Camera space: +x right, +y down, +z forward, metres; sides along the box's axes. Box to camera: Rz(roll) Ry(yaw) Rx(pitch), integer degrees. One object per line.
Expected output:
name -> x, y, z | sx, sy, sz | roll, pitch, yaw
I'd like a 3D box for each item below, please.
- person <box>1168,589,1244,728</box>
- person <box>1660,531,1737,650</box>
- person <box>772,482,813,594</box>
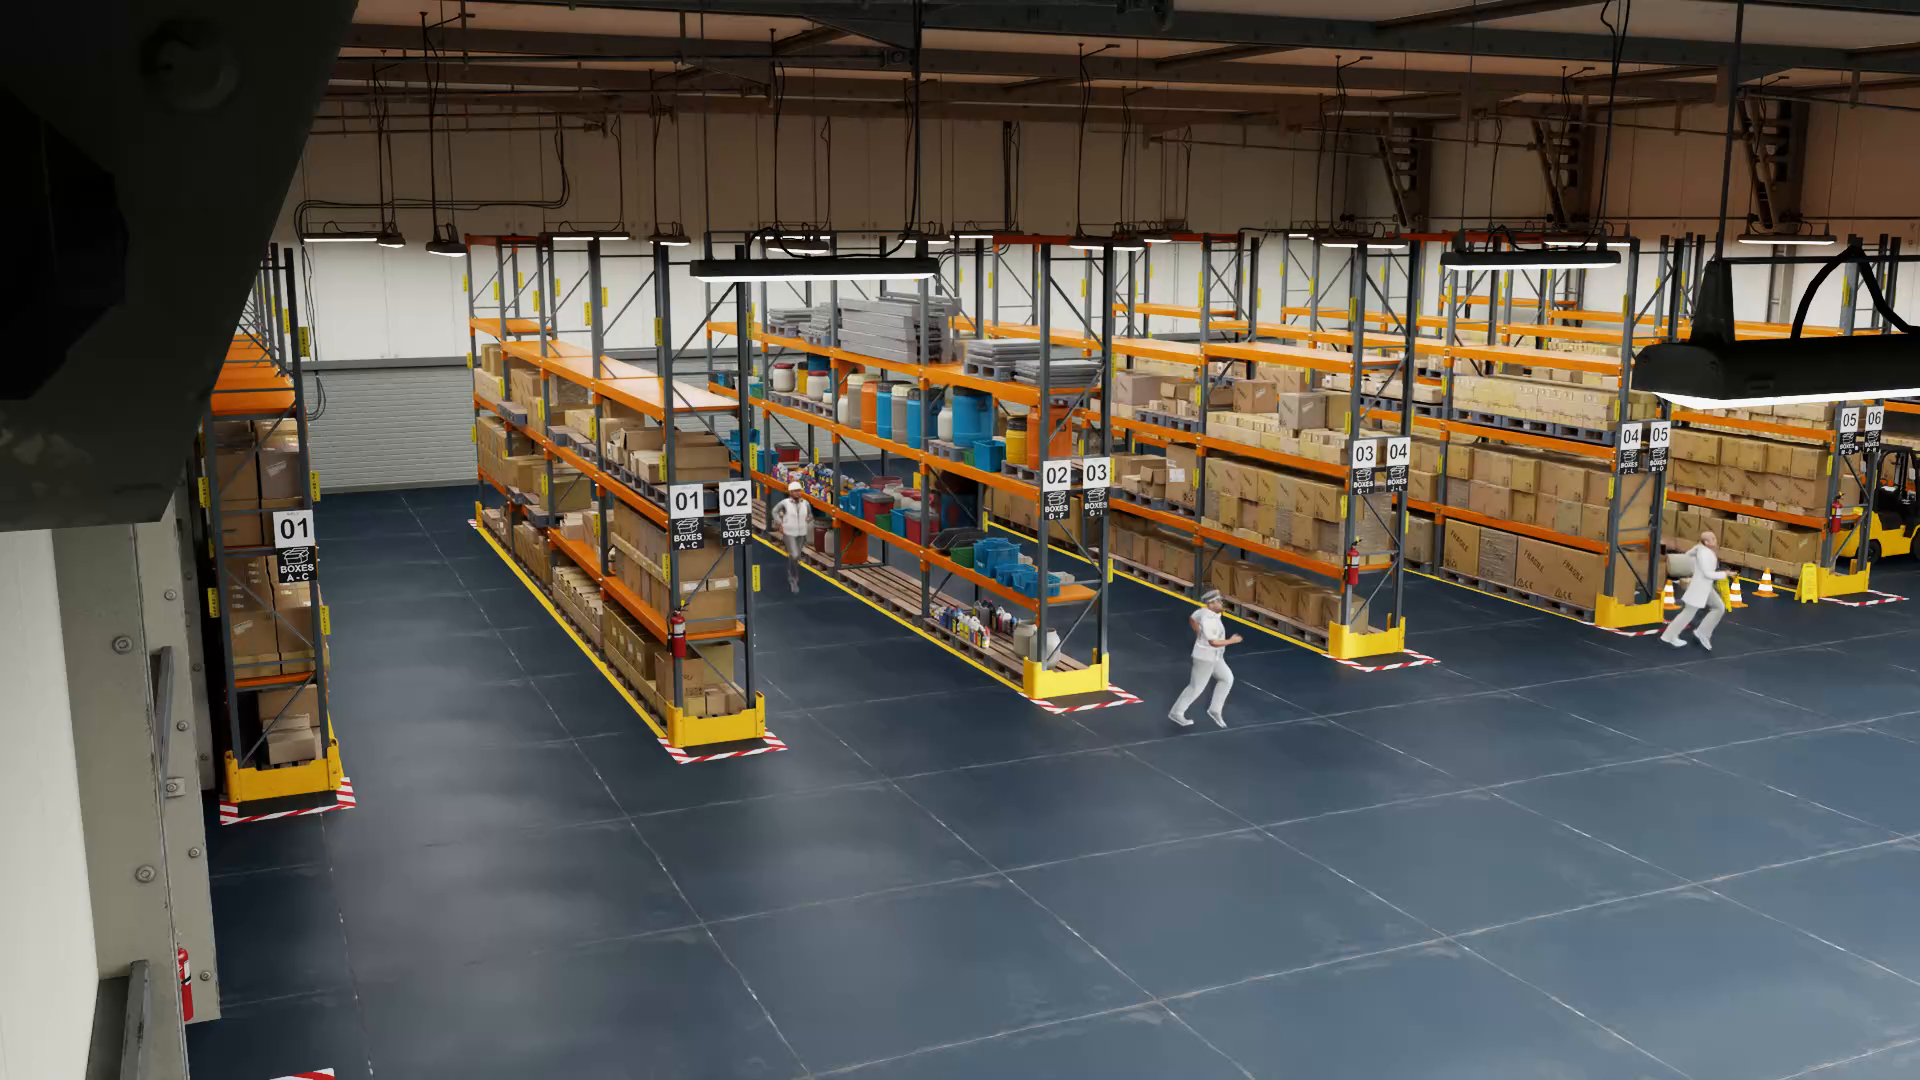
person -> 3.095, 1.493, 20.827 | 0.890, 1.830, 0.676 | 2, 11, 12
person -> 10.965, 0.746, 24.633 | 0.952, 1.800, 0.732 | 6, 13, 29
person -> -2.749, -0.062, 27.726 | 0.638, 1.842, 0.783 | -7, 13, -31
